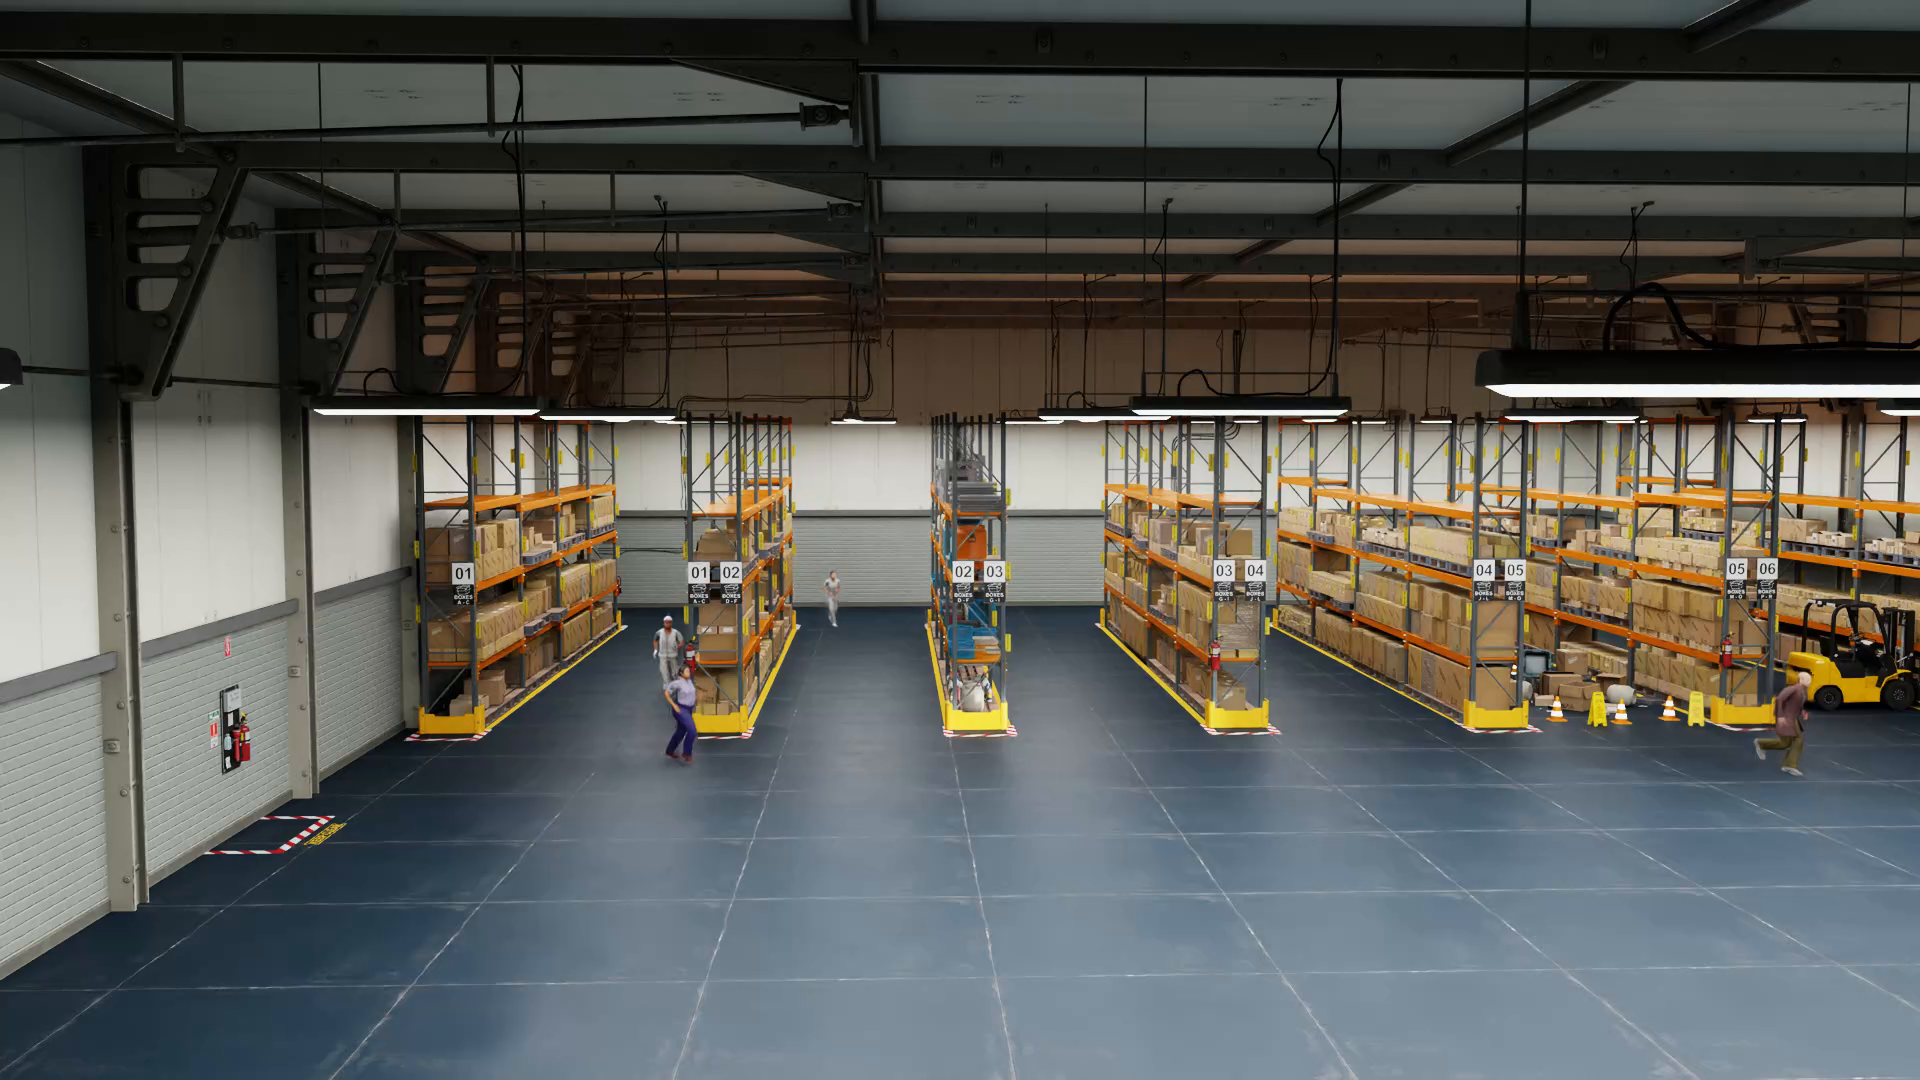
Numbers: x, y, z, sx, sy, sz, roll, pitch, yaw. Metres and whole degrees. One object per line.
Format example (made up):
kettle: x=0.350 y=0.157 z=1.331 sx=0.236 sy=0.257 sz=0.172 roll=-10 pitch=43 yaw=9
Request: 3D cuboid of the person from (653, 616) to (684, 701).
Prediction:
person: x=-6.106 y=2.465 z=34.852 sx=0.660 sy=1.763 sz=0.840 roll=0 pitch=4 yaw=-6

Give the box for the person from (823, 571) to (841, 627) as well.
person: x=-3.692 y=1.672 z=47.880 sx=0.535 sy=1.616 sz=0.726 roll=-1 pitch=4 yaw=-14

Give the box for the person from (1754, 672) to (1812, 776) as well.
person: x=13.660 y=3.012 z=27.605 sx=0.711 sy=1.726 sz=0.883 roll=-4 pitch=5 yaw=-43

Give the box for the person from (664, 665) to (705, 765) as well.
person: x=-4.720 y=2.991 z=28.382 sx=0.746 sy=1.695 sz=0.584 roll=1 pitch=4 yaw=14
